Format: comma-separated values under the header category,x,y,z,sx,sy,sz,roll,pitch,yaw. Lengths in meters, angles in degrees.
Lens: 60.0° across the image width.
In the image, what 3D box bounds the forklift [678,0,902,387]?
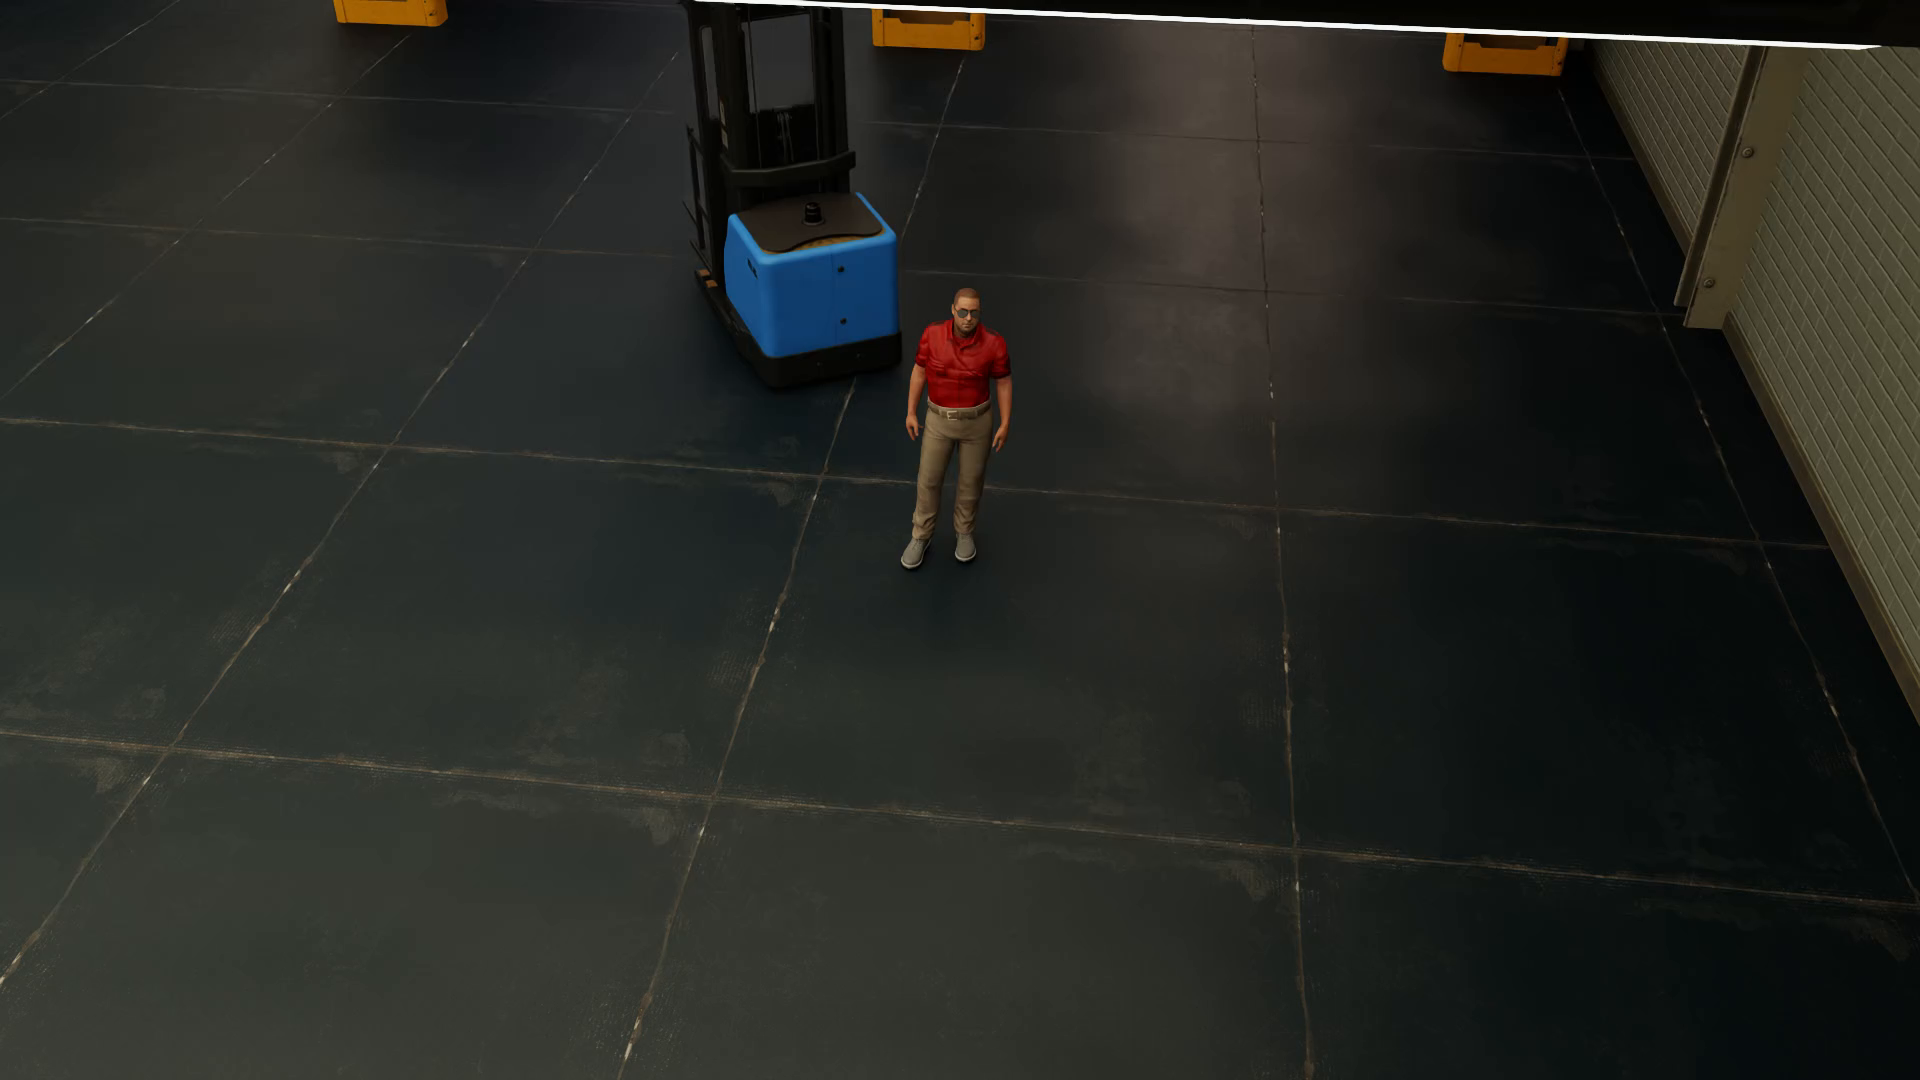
category,x,y,z,sx,sy,sz,roll,pitch,yaw
forklift,-1.455,-3.139,12.288,1.130,2.935,3.031,-14,39,-18

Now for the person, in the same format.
category,x,y,z,sx,sy,sz,roll,pitch,yaw
person,-0.022,-0.650,9.912,0.641,1.727,0.550,4,37,6
